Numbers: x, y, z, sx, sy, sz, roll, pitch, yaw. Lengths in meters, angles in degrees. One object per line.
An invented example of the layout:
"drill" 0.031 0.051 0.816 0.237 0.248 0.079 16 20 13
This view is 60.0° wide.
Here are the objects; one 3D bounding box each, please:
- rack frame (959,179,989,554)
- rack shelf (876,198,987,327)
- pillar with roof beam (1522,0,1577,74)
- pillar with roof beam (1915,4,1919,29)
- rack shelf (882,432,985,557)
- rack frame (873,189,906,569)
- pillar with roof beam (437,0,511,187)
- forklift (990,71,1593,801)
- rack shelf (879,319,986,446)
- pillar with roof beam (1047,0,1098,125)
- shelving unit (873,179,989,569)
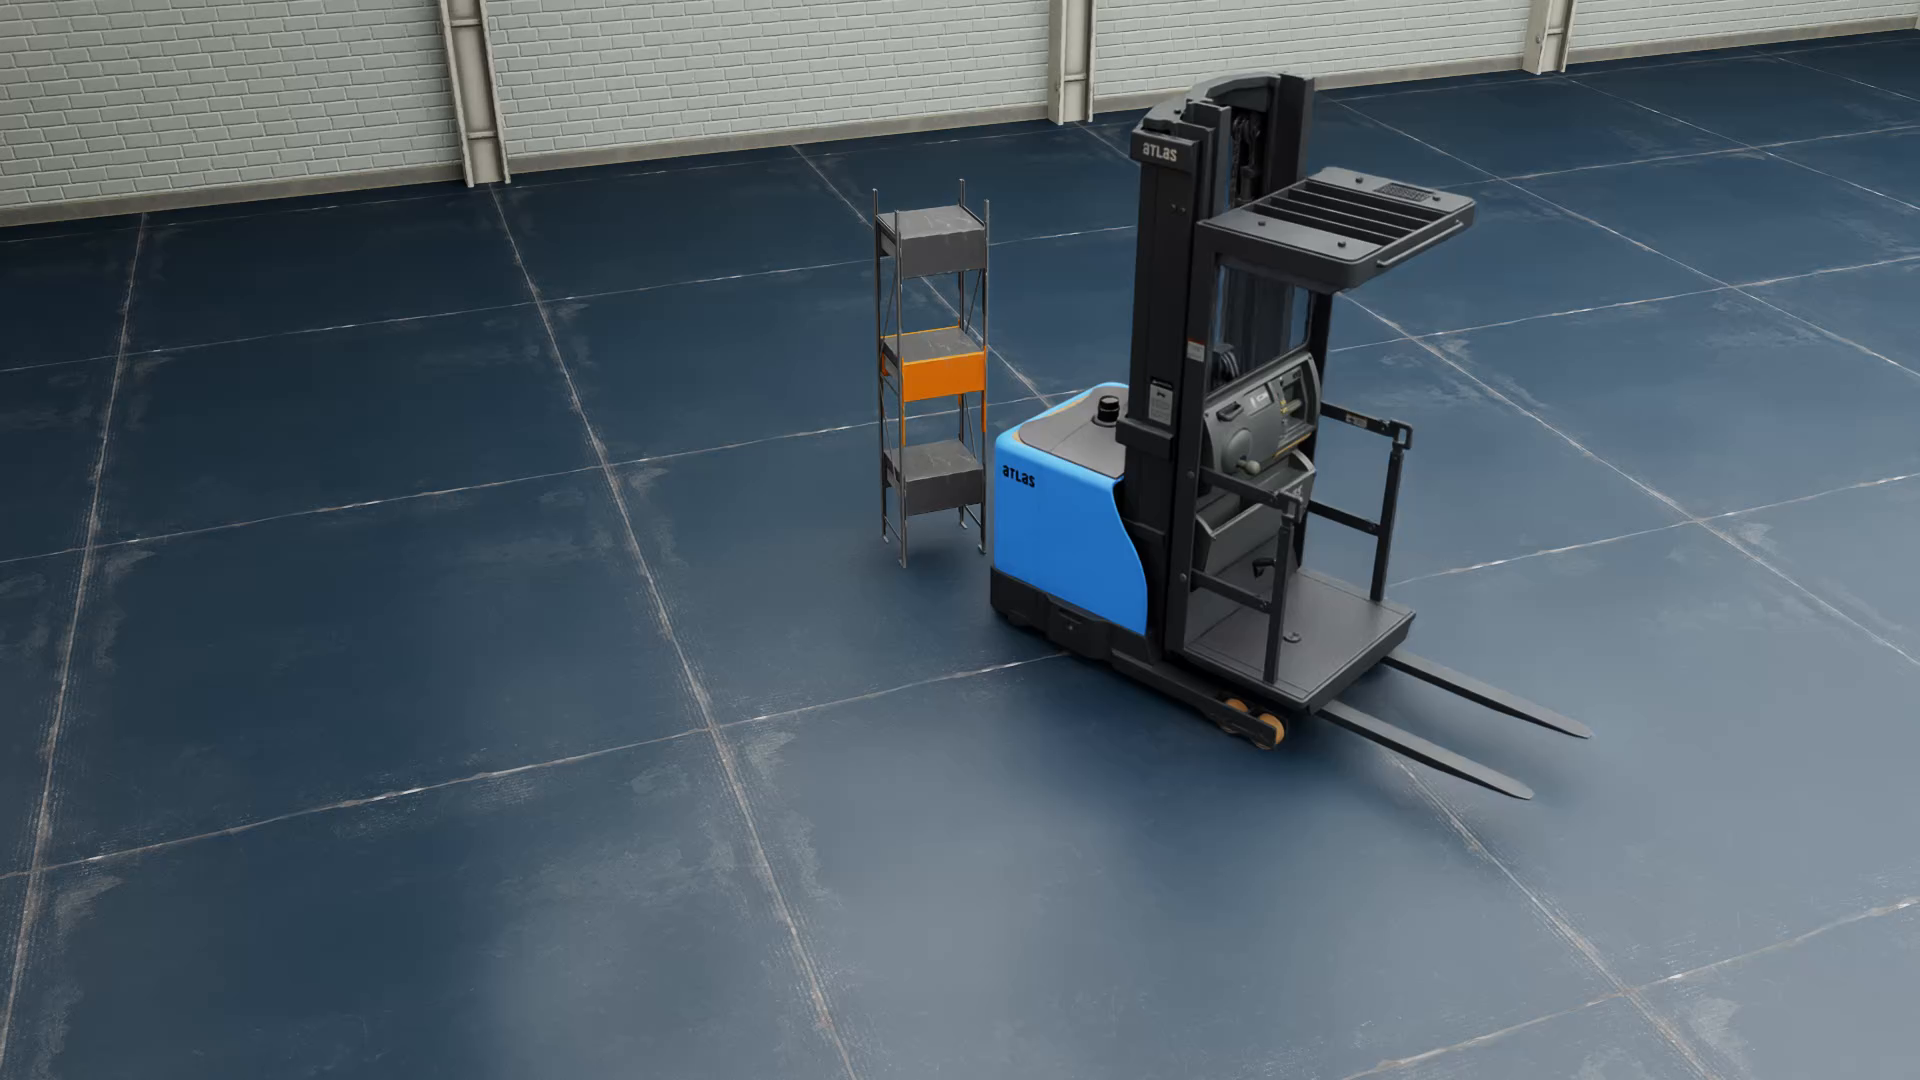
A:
"rack frame" 0.074 -0.926 9.254 0.015 2.100 0.400 -10 31 -18
"rack shelf" -0.155 -1.480 8.840 0.480 0.518 0.431 -10 31 -18
"pillar with roof beam" 8.282 -7.384 13.620 0.400 9.000 9.100 -10 31 -18
"pillar with roof beam" 13.906 -8.420 15.438 0.400 9.000 9.100 -10 31 -18
"rack shelf" -0.155 -0.264 9.533 0.480 0.518 0.431 -10 31 -18
"rack frame" -0.384 -0.842 9.106 0.015 2.100 0.400 -10 31 -18
"pillar with roof beam" -2.965 -5.313 9.985 0.400 9.000 9.100 -10 31 -18
"forklift" 1.596 -0.563 7.777 3.031 2.935 1.130 24 37 36
"rack shelf" -0.155 -0.872 9.187 0.480 0.518 0.431 -10 31 -18
"pillar with roof beam" 2.659 -6.348 11.802 0.400 9.000 9.100 -10 31 -18
"shelving unit" -0.155 -0.884 9.180 0.503 2.100 0.431 -10 31 -18
